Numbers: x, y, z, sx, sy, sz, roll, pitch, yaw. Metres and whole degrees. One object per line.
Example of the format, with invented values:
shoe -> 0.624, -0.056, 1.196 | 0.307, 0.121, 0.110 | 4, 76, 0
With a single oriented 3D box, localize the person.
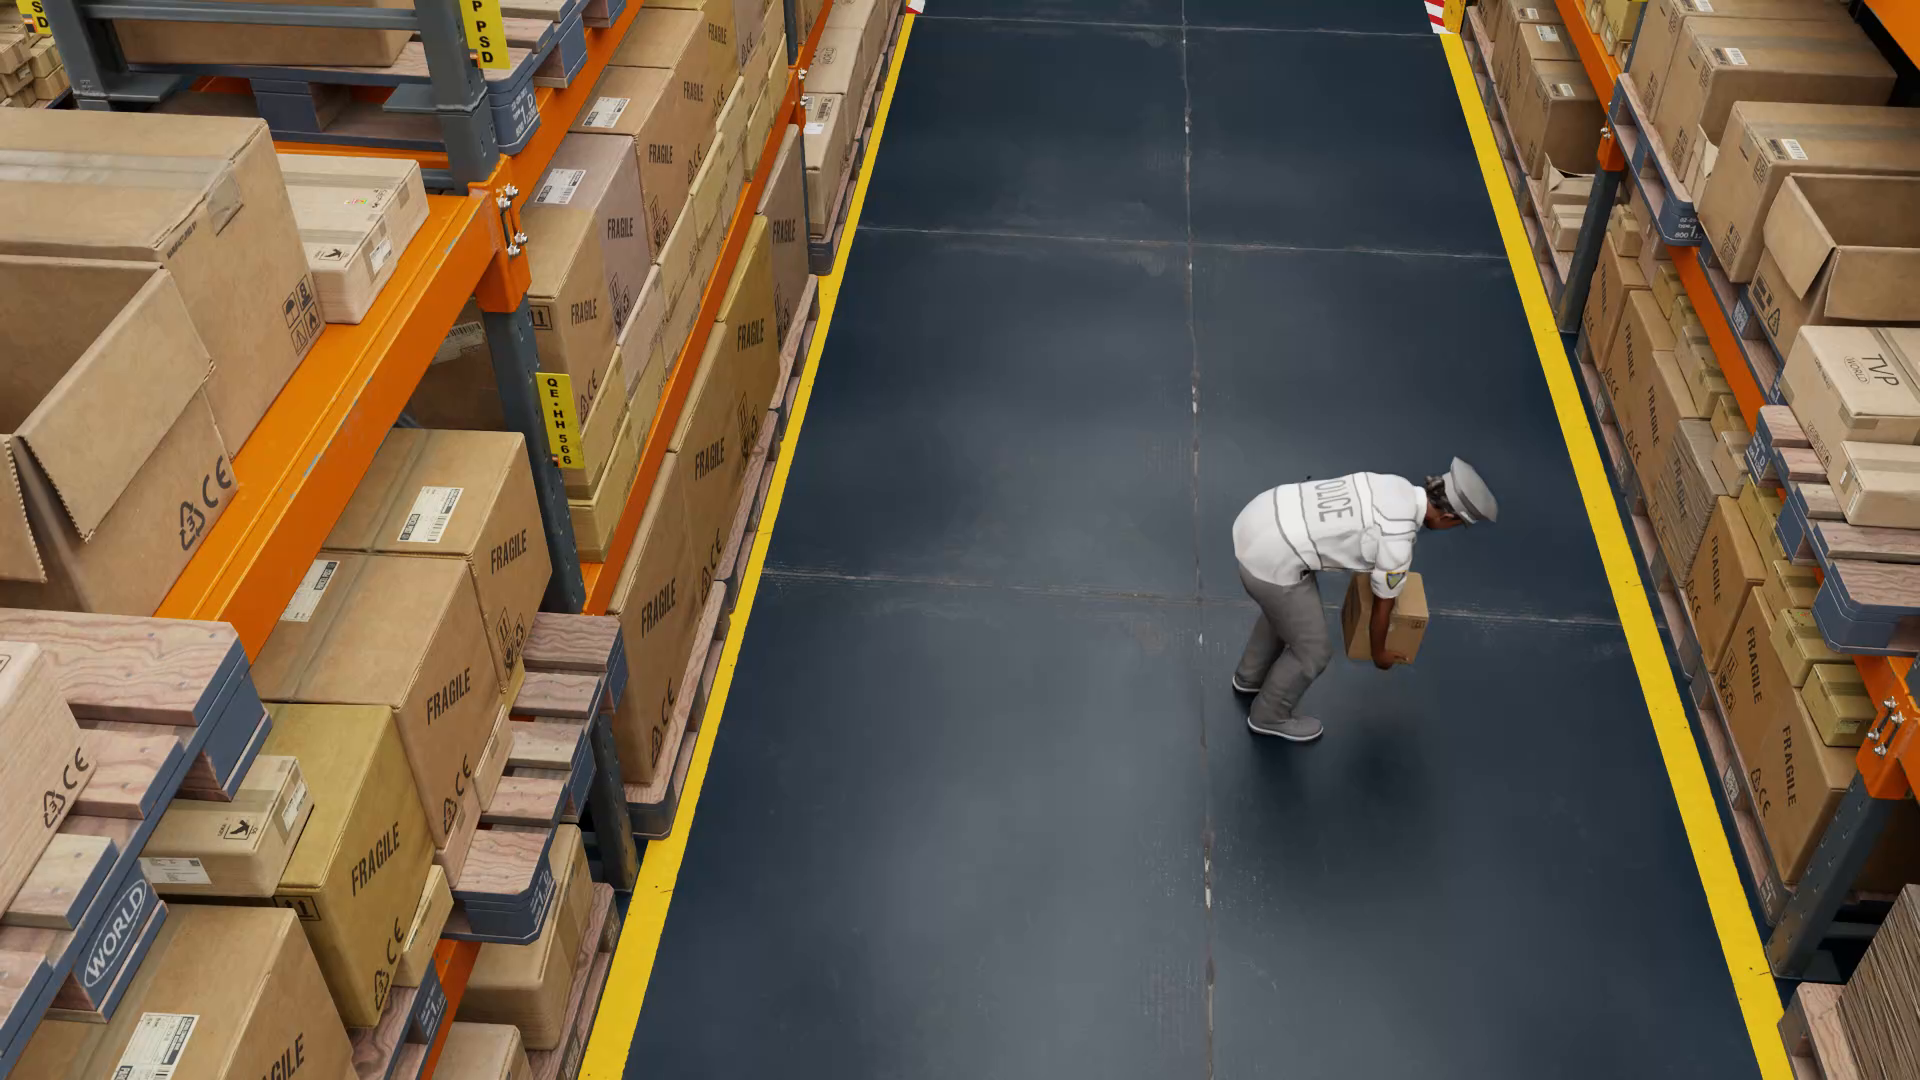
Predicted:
person -> 1.459, 0.214, 6.239 | 0.920, 1.238, 0.412 | 2, 40, 3
